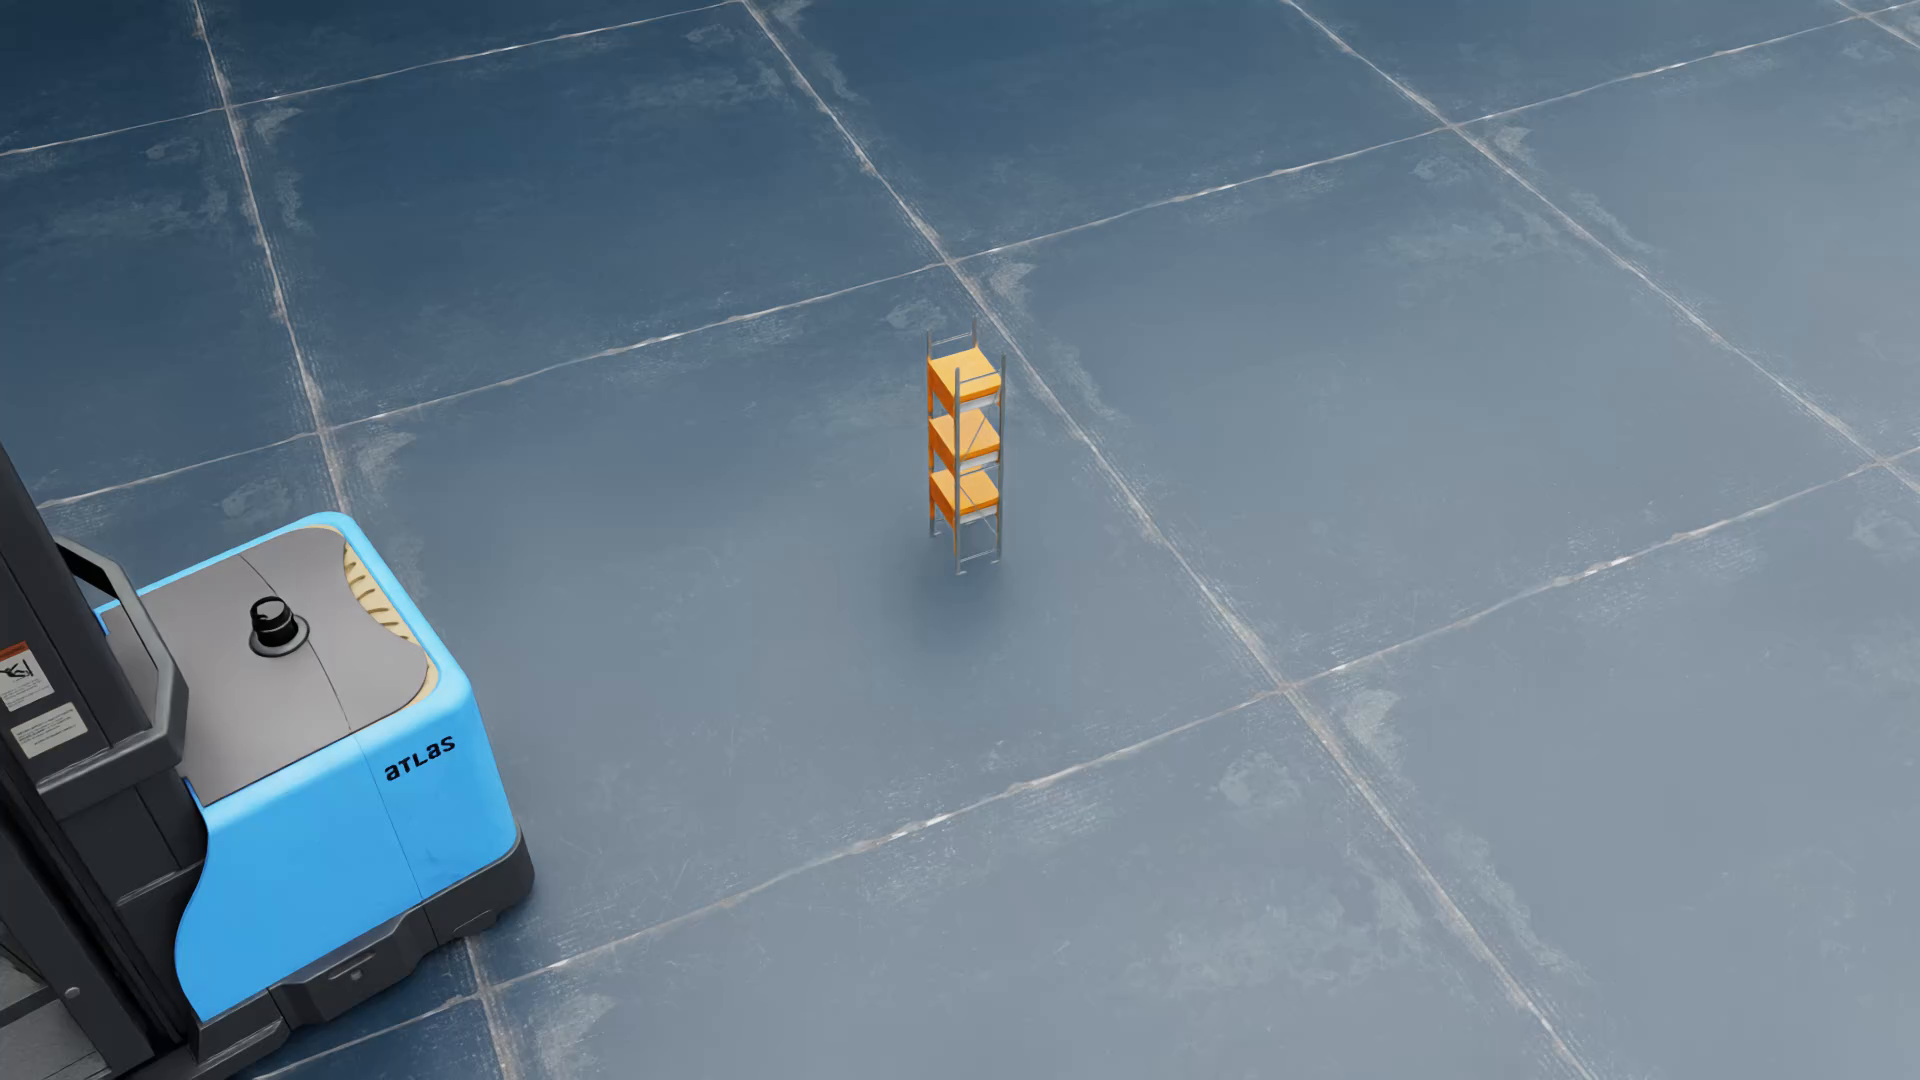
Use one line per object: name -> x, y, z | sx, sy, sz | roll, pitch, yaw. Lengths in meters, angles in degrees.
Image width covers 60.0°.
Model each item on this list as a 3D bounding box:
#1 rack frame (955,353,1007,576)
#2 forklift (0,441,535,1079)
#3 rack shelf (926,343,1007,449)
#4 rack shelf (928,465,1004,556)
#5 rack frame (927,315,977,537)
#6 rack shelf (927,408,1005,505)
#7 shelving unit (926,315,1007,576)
rack frame -> 0.074, -0.262, 6.268 | 0.200, 1.050, 0.008 | -18, 47, -17
forklift -> -2.890, 0.500, 4.156 | 3.031, 2.935, 1.130 | -28, 51, -26
rack shelf -> 0.022, -0.534, 6.155 | 0.215, 0.259, 0.240 | -18, 47, -17
rack shelf -> 0.022, -0.134, 6.549 | 0.215, 0.259, 0.240 | -18, 47, -17
rack frame -> -0.029, -0.417, 6.425 | 0.200, 1.050, 0.008 | -18, 47, -17
rack shelf -> 0.022, -0.332, 6.354 | 0.215, 0.259, 0.240 | -18, 47, -17
shelving unit -> 0.022, -0.340, 6.347 | 0.215, 1.050, 0.252 | -18, 47, -17
